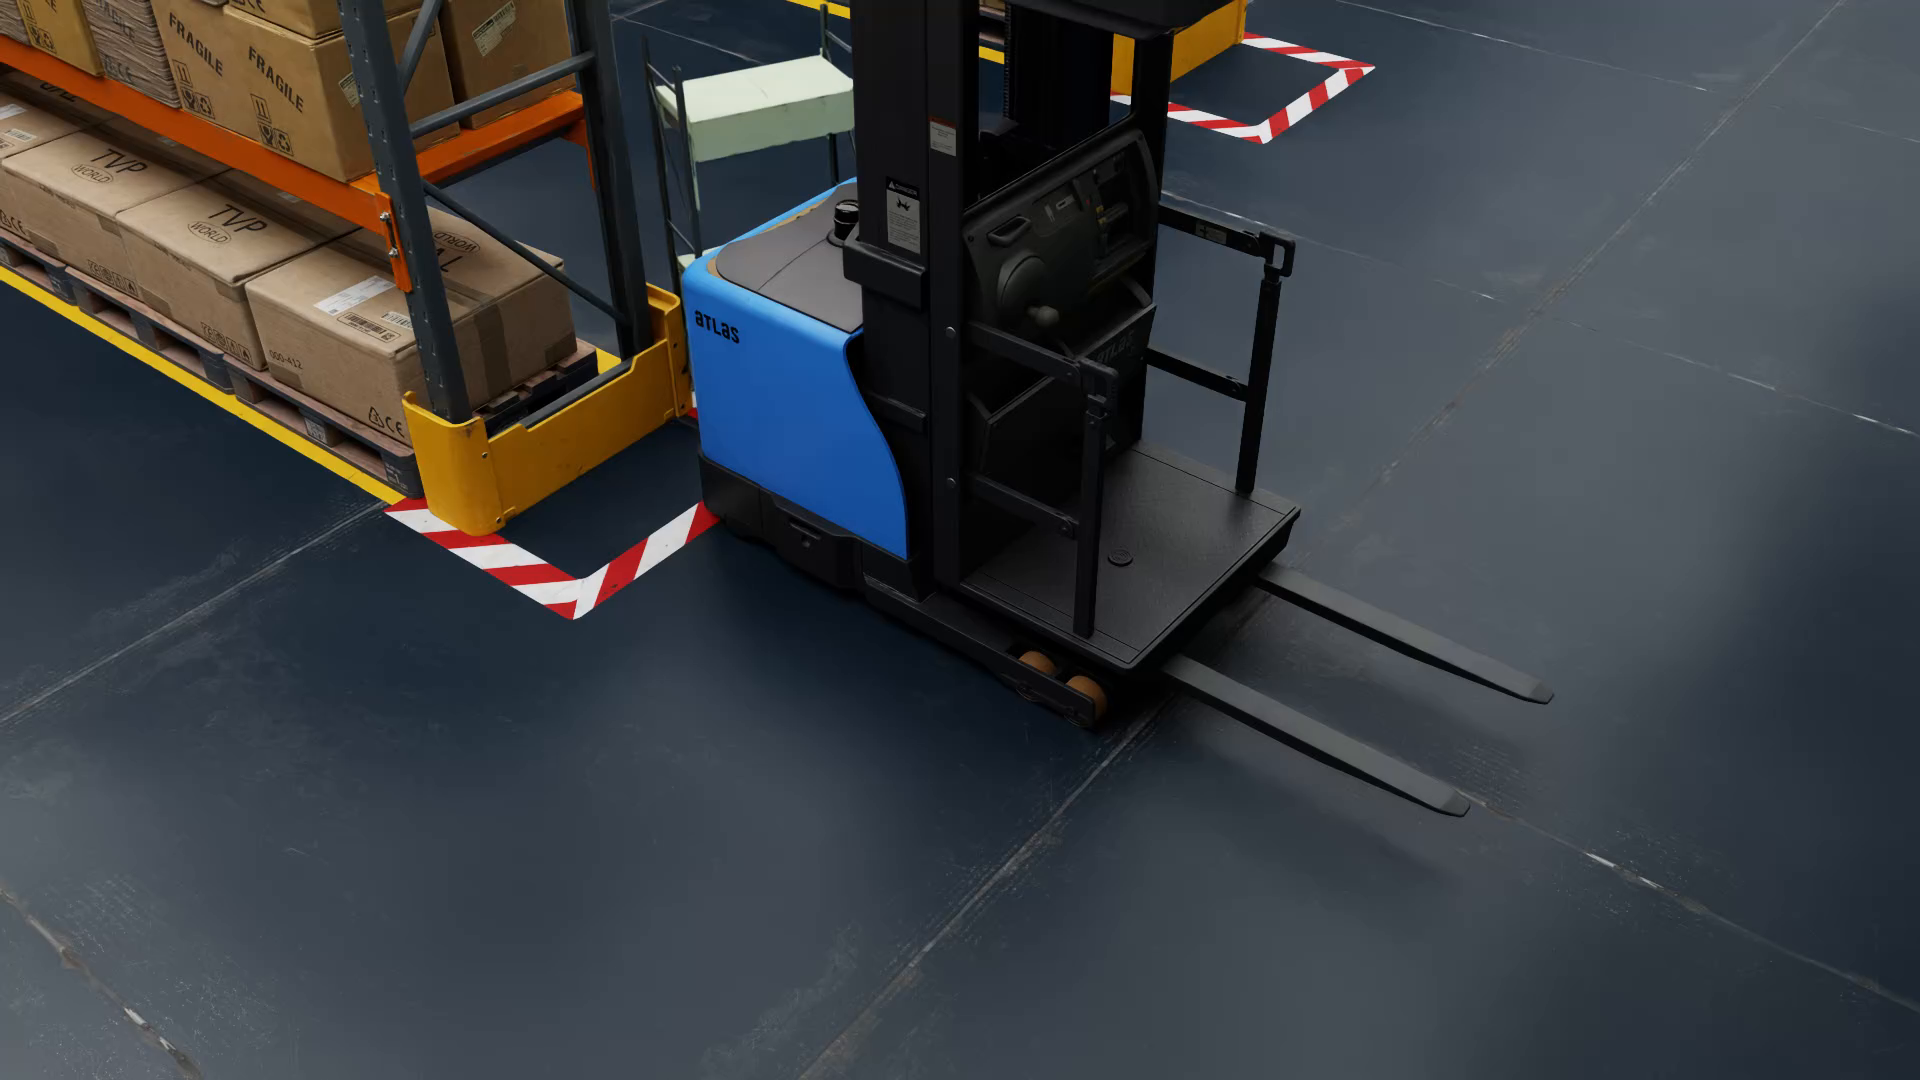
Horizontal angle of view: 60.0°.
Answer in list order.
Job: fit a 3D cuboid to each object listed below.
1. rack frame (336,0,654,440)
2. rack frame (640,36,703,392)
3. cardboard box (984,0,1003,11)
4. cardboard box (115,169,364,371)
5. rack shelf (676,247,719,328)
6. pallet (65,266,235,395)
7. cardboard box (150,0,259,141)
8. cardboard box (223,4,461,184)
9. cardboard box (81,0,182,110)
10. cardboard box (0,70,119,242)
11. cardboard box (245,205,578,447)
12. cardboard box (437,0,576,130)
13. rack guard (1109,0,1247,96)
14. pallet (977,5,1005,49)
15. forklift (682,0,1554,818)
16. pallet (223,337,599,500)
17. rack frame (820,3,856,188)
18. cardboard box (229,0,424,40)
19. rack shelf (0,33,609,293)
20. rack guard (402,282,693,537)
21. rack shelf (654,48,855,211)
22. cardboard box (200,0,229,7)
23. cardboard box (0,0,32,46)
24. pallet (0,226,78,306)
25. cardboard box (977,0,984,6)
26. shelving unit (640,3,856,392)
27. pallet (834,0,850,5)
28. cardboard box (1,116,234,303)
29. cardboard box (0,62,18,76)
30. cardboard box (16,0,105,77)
[{"bbox_3d":[-1.603,-1.536,5.778,0.127,3.000,1.000,25,45,29],"label":"rack frame"},{"bbox_3d":[-1.085,-1.177,6.524,0.023,1.500,0.400,-18,39,-21],"label":"rack frame"},{"bbox_3d":[0.356,-3.323,10.033,0.250,0.149,0.380,25,44,28],"label":"cardboard box"},{"bbox_3d":[-2.920,-1.229,7.124,0.875,0.438,0.875,27,45,30],"label":"cardboard box"},{"bbox_3d":[-0.755,-1.018,6.849,0.720,0.370,0.431,-18,39,-21],"label":"rack shelf"},{"bbox_3d":[-3.250,-1.156,7.555,1.213,0.211,1.003,25,45,29],"label":"pallet"},{"bbox_3d":[-2.536,-1.821,6.062,0.500,0.500,0.500,24,44,28],"label":"cardboard box"},{"bbox_3d":[-2.147,-1.626,5.813,0.500,0.500,0.500,26,45,29],"label":"cardboard box"},{"bbox_3d":[-2.951,-2.009,6.302,0.500,0.500,0.500,27,45,30],"label":"cardboard box"},{"bbox_3d":[-4.346,-1.903,7.985,0.875,0.438,0.875,25,44,28],"label":"cardboard box"},{"bbox_3d":[-2.188,-0.890,6.692,0.875,0.438,0.875,24,44,27],"label":"cardboard box"},{"bbox_3d":[-1.810,-1.895,6.157,0.500,0.500,0.500,25,44,28],"label":"cardboard box"},{"bbox_3d":[1.264,-3.042,9.729,0.348,0.500,1.175,25,45,29],"label":"rack guard"},{"bbox_3d":[0.640,-3.249,10.229,1.213,0.211,1.003,25,45,29],"label":"pallet"},{"bbox_3d":[0.492,-0.912,5.038,3.031,2.935,1.130,26,45,29],"label":"forklift"},{"bbox_3d":[-2.285,-0.699,6.971,1.213,0.211,1.003,25,45,29],"label":"pallet"},{"bbox_3d":[-0.435,-1.384,6.789,0.023,1.500,0.400,-18,39,-21],"label":"rack frame"},{"bbox_3d":[-2.130,-2.033,5.521,0.500,0.500,0.500,27,45,30],"label":"cardboard box"},{"bbox_3d":[-3.191,-2.001,6.957,4.000,0.370,1.077,25,45,29],"label":"rack shelf"},{"bbox_3d":[-1.584,-0.542,6.537,0.348,0.500,1.175,25,45,29],"label":"rack guard"},{"bbox_3d":[-0.766,-1.595,6.425,0.720,0.370,0.431,-18,39,-21],"label":"rack shelf"},{"bbox_3d":[-2.563,-2.214,5.753,0.500,0.500,0.500,25,45,29],"label":"cardboard box"},{"bbox_3d":[-3.778,-2.389,6.787,0.500,0.500,0.500,26,45,29],"label":"cardboard box"},{"bbox_3d":[-4.224,-1.613,8.139,1.213,0.211,1.003,25,45,29],"label":"pallet"},{"bbox_3d":[0.152,-3.409,10.143,0.250,0.149,0.380,26,45,29],"label":"cardboard box"},{"bbox_3d":[-0.760,-1.281,6.656,0.755,1.500,0.431,-18,39,-21],"label":"shelving unit"},{"bbox_3d":[-0.325,-3.707,10.813,1.213,0.211,1.003,25,45,29],"label":"pallet"},{"bbox_3d":[-3.635,-1.568,7.557,0.875,0.438,0.875,24,44,27],"label":"cardboard box"},{"bbox_3d":[-5.321,-2.556,8.464,0.875,0.875,0.875,27,45,30],"label":"cardboard box"},{"bbox_3d":[-3.369,-2.196,6.541,0.500,0.500,0.500,27,45,30],"label":"cardboard box"}]
